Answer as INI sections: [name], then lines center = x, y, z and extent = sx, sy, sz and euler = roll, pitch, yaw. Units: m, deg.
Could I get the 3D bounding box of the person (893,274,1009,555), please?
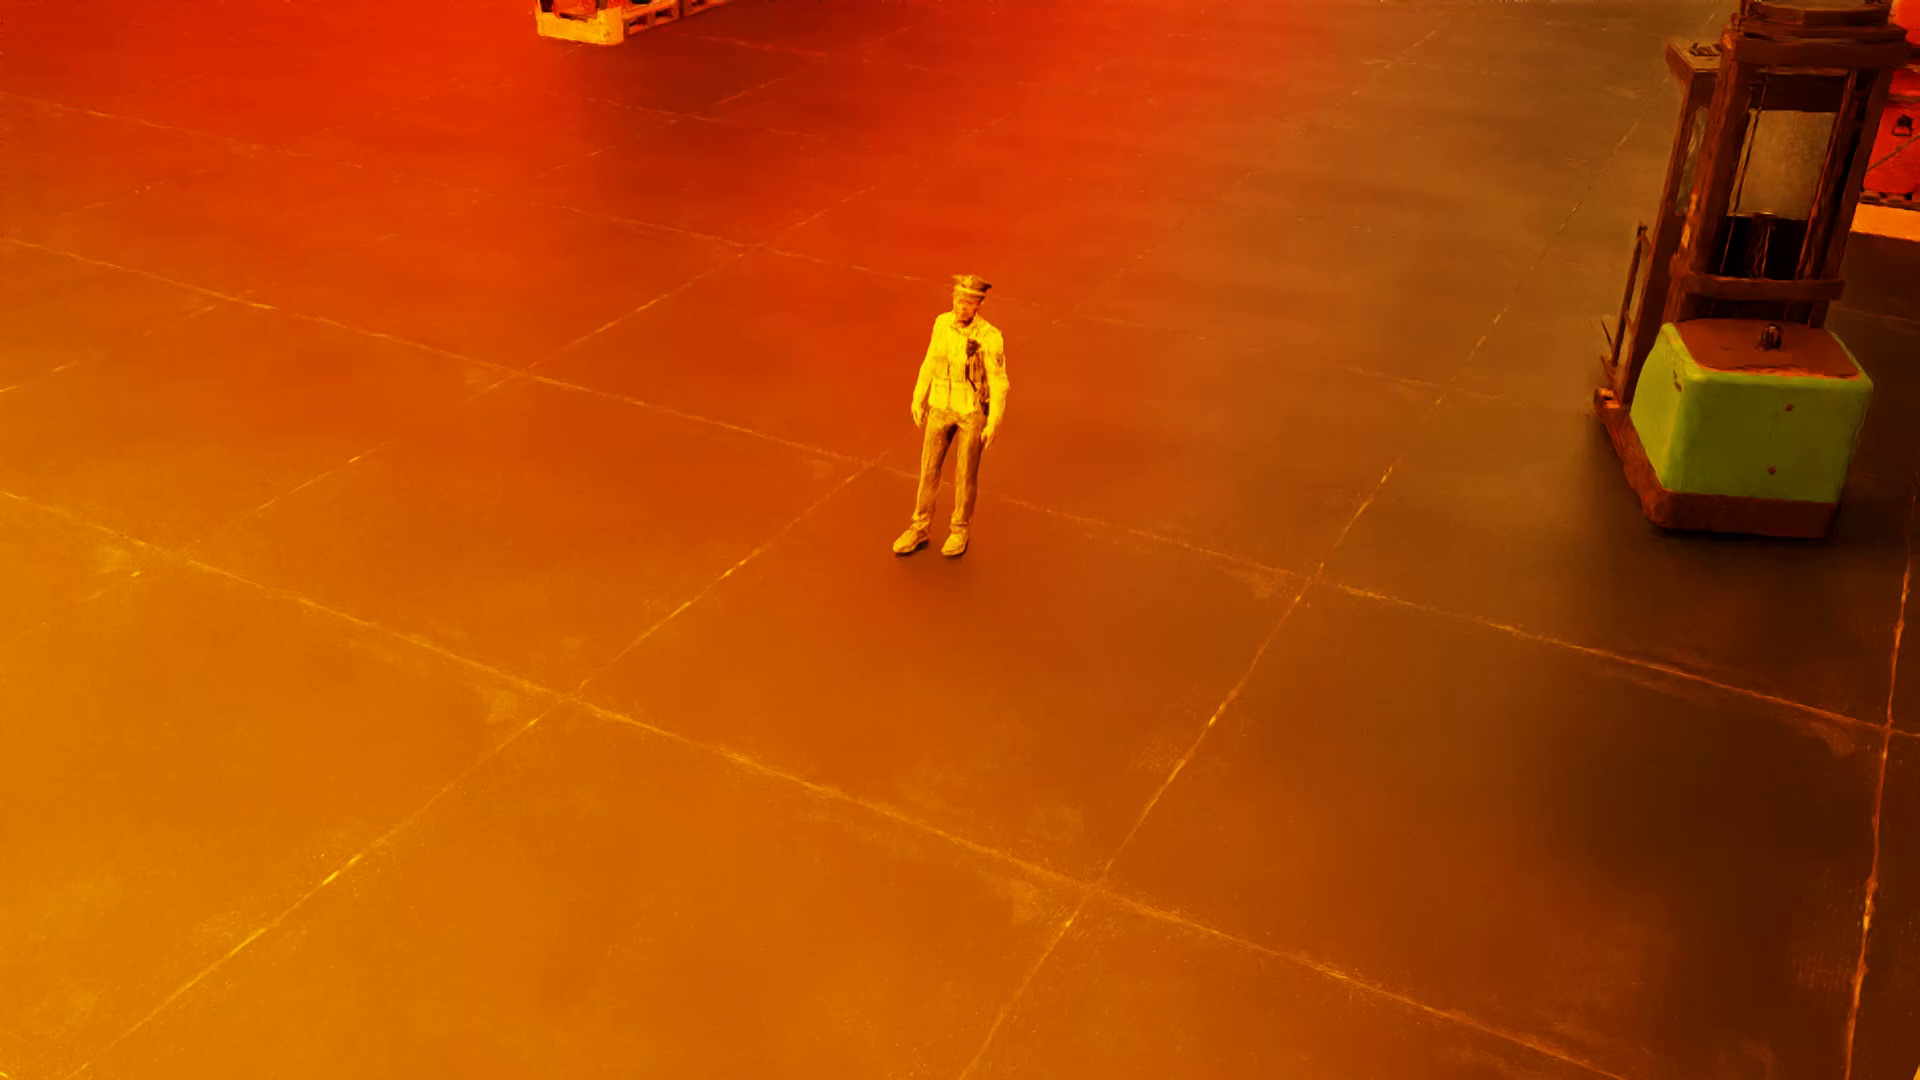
[person]
center = -0.039, -0.713, 9.527
extent = 0.586, 1.695, 0.533
euler = 15, 33, 25

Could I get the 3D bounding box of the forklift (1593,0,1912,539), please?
[forklift]
center = 4.916, -1.992, 10.522
extent = 1.130, 2.935, 3.031
euler = 4, 30, 8
